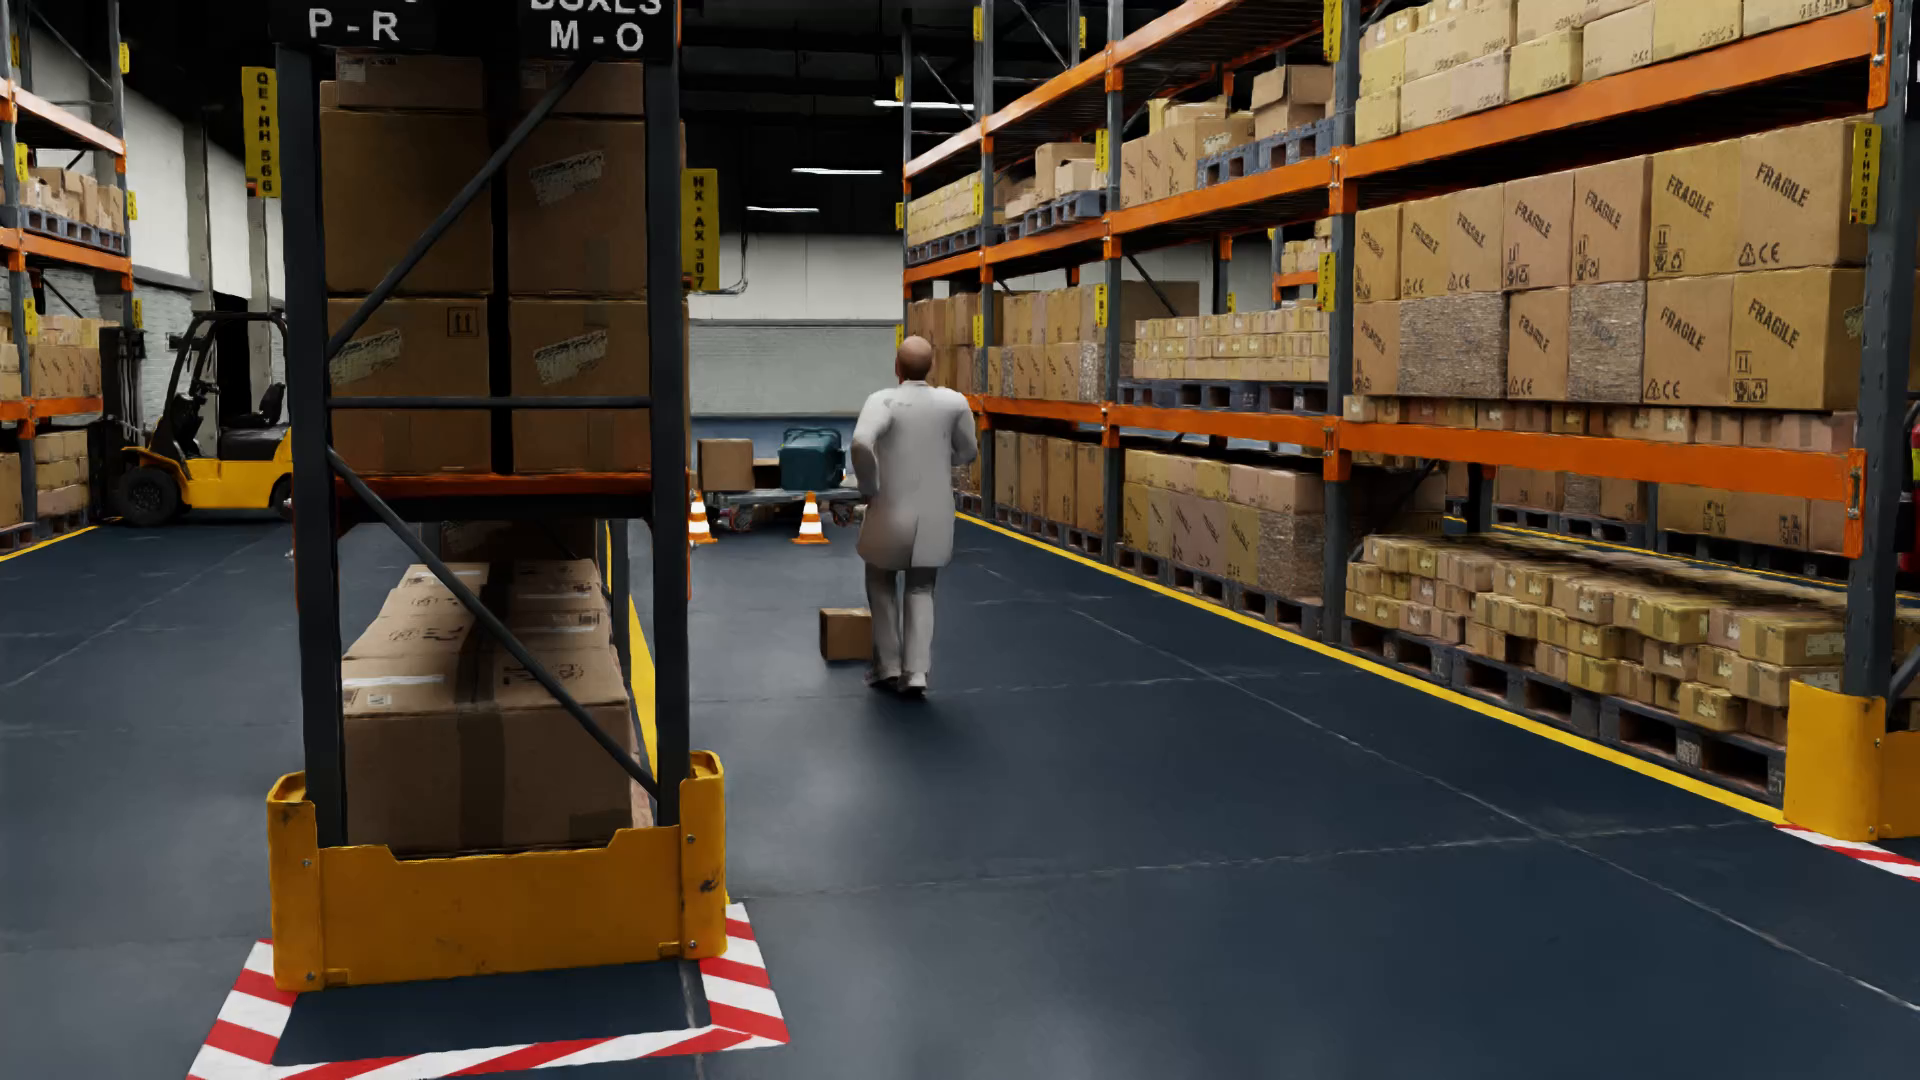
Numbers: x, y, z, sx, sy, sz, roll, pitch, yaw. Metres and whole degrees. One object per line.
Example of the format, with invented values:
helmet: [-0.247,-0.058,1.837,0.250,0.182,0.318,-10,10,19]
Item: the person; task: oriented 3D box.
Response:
person: [-0.250,-0.106,8.145,0.685,1.777,0.733,-1,6,-13]
